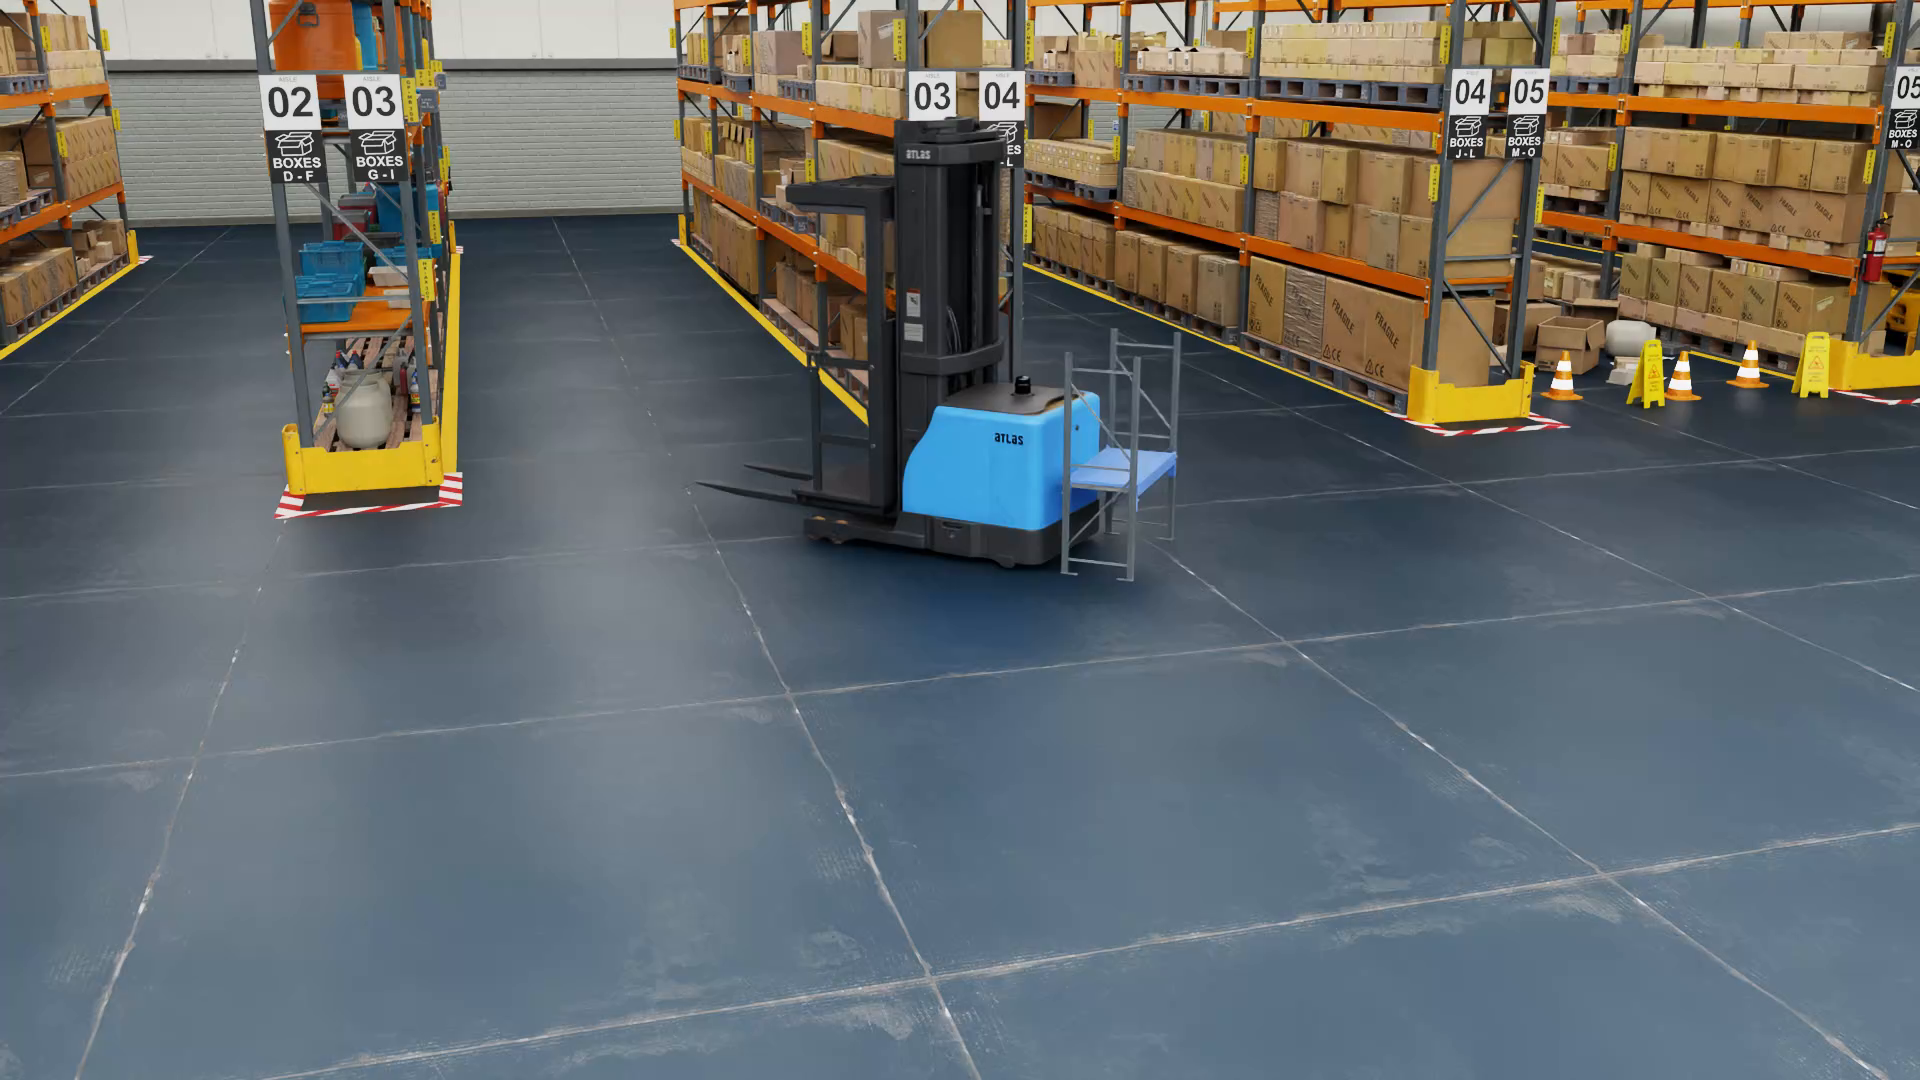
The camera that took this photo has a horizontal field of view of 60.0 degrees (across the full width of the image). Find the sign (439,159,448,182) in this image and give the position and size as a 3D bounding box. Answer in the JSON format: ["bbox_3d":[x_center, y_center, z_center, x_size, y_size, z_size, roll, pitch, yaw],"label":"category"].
[{"bbox_3d":[-7.485,-5.360,24.100,0.100,0.325,0.005,-5,17,-15],"label":"sign"}]

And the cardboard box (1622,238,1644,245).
[{"bbox_3d":[11.389,-5.176,27.585,0.500,0.500,0.500,-5,18,-17],"label":"cardboard box"}]

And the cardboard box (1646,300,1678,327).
[{"bbox_3d":[8.535,-2.699,19.774,0.500,0.250,0.500,-4,17,-12],"label":"cardboard box"}]

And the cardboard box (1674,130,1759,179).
[{"bbox_3d":[8.618,-4.393,18.933,0.700,0.500,0.500,-5,17,-16],"label":"cardboard box"}]

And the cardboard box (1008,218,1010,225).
[{"bbox_3d":[1.013,-5.274,27.488,0.380,0.149,0.250,-5,17,-16],"label":"cardboard box"}]

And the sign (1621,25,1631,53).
[{"bbox_3d":[7.942,-5.974,19.830,0.100,0.325,0.005,-5,17,-15],"label":"sign"}]

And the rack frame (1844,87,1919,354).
[{"bbox_3d":[9.574,-3.040,16.858,1.000,3.000,0.127,-5,17,-15],"label":"rack frame"}]

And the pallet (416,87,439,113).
[{"bbox_3d":[-5.524,-4.126,15.587,1.213,0.211,1.003,-5,17,-15],"label":"pallet"}]

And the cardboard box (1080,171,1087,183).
[{"bbox_3d":[1.929,-5.154,23.604,0.380,0.149,0.250,-4,17,-14],"label":"cardboard box"}]

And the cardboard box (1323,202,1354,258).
[{"bbox_3d":[4.306,-3.250,17.297,0.875,0.550,0.500,-5,17,-15],"label":"cardboard box"}]

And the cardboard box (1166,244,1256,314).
[{"bbox_3d":[3.224,-3.283,20.846,1.050,0.750,0.750,-5,17,-15],"label":"cardboard box"}]

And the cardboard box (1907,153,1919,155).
[{"bbox_3d":[13.175,-5.229,22.845,0.380,0.149,0.250,-5,17,-16],"label":"cardboard box"}]

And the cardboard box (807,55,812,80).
[{"bbox_3d":[-1.348,-5.448,18.753,0.797,0.503,0.637,-4,17,-13],"label":"cardboard box"}]

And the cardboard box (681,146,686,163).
[{"bbox_3d":[-4.479,-6.599,28.449,0.500,0.250,0.500,-5,17,-17],"label":"cardboard box"}]

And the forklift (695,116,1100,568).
[{"bbox_3d":[-0.539,-1.501,11.855,3.031,2.935,1.130,9,19,28],"label":"forklift"}]

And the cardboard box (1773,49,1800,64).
[{"bbox_3d":[8.948,-5.169,17.782,0.380,0.149,0.250,-5,17,-17],"label":"cardboard box"}]

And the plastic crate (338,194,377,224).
[{"bbox_3d":[-6.765,-3.637,18.736,0.402,0.464,0.583,-5,17,-15],"label":"plastic crate"}]

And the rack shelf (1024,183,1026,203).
[{"bbox_3d":[0.995,-6.149,28.458,1.077,0.370,4.000,-5,17,-15],"label":"rack shelf"}]

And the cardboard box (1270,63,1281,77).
[{"bbox_3d":[3.589,-5.093,18.013,0.380,0.149,0.250,-5,17,-15],"label":"cardboard box"}]

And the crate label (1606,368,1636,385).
[{"bbox_3d":[6.966,-1.717,17.429,0.298,0.136,0.250,16,23,42],"label":"crate label"}]

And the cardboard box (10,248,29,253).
[{"bbox_3d":[-12.880,-3.654,22.483,0.500,0.500,0.500,-6,18,-18],"label":"cardboard box"}]

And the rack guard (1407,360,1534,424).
[{"bbox_3d":[4.849,-1.417,15.800,1.175,0.500,0.348,-5,17,-15],"label":"rack guard"}]

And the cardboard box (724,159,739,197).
[{"bbox_3d":[-3.090,-5.199,23.873,0.500,0.500,0.500,-5,17,-17],"label":"cardboard box"}]

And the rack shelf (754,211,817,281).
[{"bbox_3d":[-1.603,-3.572,19.879,1.077,0.370,4.000,-5,17,-15],"label":"rack shelf"}]

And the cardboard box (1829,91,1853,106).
[{"bbox_3d":[9.107,-4.499,16.938,0.380,0.149,0.250,-5,17,-15],"label":"cardboard box"}]

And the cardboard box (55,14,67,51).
[{"bbox_3d":[-13.093,-7.176,23.501,0.700,0.500,0.500,-5,17,-15],"label":"cardboard box"}]

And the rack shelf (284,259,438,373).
[{"bbox_3d":[-5.266,-2.074,14.892,1.077,0.370,4.000,-5,17,-15],"label":"rack shelf"}]

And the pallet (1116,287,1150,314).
[{"bbox_3d":[2.788,-3.274,22.485,1.003,0.211,1.213,-5,17,-15],"label":"pallet"}]

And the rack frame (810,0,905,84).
[{"bbox_3d":[-1.054,-6.236,17.070,1.000,3.000,0.127,-5,17,-15],"label":"rack frame"}]

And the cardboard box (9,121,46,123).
[{"bbox_3d":[-13.585,-5.860,24.335,0.500,0.500,0.500,-5,17,-16],"label":"cardboard box"}]

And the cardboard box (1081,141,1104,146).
[{"bbox_3d":[2.059,-5.992,25.357,0.380,0.149,0.250,-5,17,-15],"label":"cardboard box"}]

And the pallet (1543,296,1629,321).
[{"bbox_3d":[8.259,-3.026,21.659,1.003,0.211,1.213,-5,17,-15],"label":"pallet"}]

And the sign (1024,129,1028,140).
[{"bbox_3d":[1.025,-6.310,26.238,0.100,0.325,0.005,-5,17,-15],"label":"sign"}]

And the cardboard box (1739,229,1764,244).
[{"bbox_3d":[8.847,-3.354,18.342,0.380,0.149,0.250,-5,17,-16],"label":"cardboard box"}]

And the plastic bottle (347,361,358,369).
[{"bbox_3d":[-5.837,-1.589,16.005,0.097,0.271,0.097,0,17,0],"label":"plastic bottle"}]

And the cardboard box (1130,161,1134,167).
[{"bbox_3d":[2.627,-5.281,23.509,0.380,0.149,0.250,-4,17,-13],"label":"cardboard box"}]

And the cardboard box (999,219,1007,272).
[{"bbox_3d":[-0.079,-2.601,14.707,0.875,0.500,0.500,-5,17,-15],"label":"cardboard box"}]

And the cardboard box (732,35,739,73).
[{"bbox_3d":[-2.735,-6.720,22.986,0.797,0.503,0.637,-5,17,-16],"label":"cardboard box"}]

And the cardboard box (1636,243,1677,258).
[{"bbox_3d":[8.354,-3.477,19.930,0.380,0.149,0.250,-4,17,-14],"label":"cardboard box"}]

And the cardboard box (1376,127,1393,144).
[{"bbox_3d":[6.703,-6.181,25.404,0.500,0.500,0.500,-5,17,-15],"label":"cardboard box"}]

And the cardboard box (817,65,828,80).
[{"bbox_3d":[-1.261,-4.804,17.086,0.380,0.149,0.250,-5,17,-17],"label":"cardboard box"}]

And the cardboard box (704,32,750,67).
[{"bbox_3d":[-3.525,-7.521,25.484,0.700,0.500,0.500,-6,18,-19],"label":"cardboard box"}]

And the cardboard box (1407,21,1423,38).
[{"bbox_3d":[4.356,-4.703,15.329,0.380,0.149,0.250,-5,17,-15],"label":"cardboard box"}]

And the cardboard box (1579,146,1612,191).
[{"bbox_3d":[8.127,-4.648,20.789,0.500,0.500,0.500,-5,17,-16],"label":"cardboard box"}]

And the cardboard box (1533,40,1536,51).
[{"bbox_3d":[10.530,-8.760,29.560,0.500,0.250,0.500,-5,17,-16],"label":"cardboard box"}]

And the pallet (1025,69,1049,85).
[{"bbox_3d":[1.612,-7.107,25.512,1.213,0.211,1.003,-5,17,-15],"label":"pallet"}]

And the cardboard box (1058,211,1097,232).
[{"bbox_3d":[1.778,-4.789,24.993,0.500,0.250,0.500,-4,17,-13],"label":"cardboard box"}]

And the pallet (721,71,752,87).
[{"bbox_3d":[-2.953,-6.671,24.065,0.805,0.209,1.217,-5,18,-17],"label":"pallet"}]

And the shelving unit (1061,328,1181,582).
[{"bbox_3d":[1.107,-0.606,11.362,0.538,1.500,1.048,7,18,21],"label":"shelving unit"}]

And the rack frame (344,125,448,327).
[{"bbox_3d":[-6.915,-4.078,20.313,1.000,3.000,0.127,-5,17,-15],"label":"rack frame"}]

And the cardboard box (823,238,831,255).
[{"bbox_3d":[-1.228,-3.089,17.459,0.380,0.149,0.250,-5,17,-15],"label":"cardboard box"}]

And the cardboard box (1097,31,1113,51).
[{"bbox_3d":[2.127,-6.917,23.046,0.396,0.266,0.258,-5,17,-15],"label":"cardboard box"}]

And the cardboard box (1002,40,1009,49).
[{"bbox_3d":[0.901,-8.088,27.147,0.380,0.149,0.250,-5,18,-17],"label":"cardboard box"}]

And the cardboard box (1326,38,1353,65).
[{"bbox_3d":[4.027,-4.907,16.700,0.500,0.250,0.500,-5,17,-15],"label":"cardboard box"}]
